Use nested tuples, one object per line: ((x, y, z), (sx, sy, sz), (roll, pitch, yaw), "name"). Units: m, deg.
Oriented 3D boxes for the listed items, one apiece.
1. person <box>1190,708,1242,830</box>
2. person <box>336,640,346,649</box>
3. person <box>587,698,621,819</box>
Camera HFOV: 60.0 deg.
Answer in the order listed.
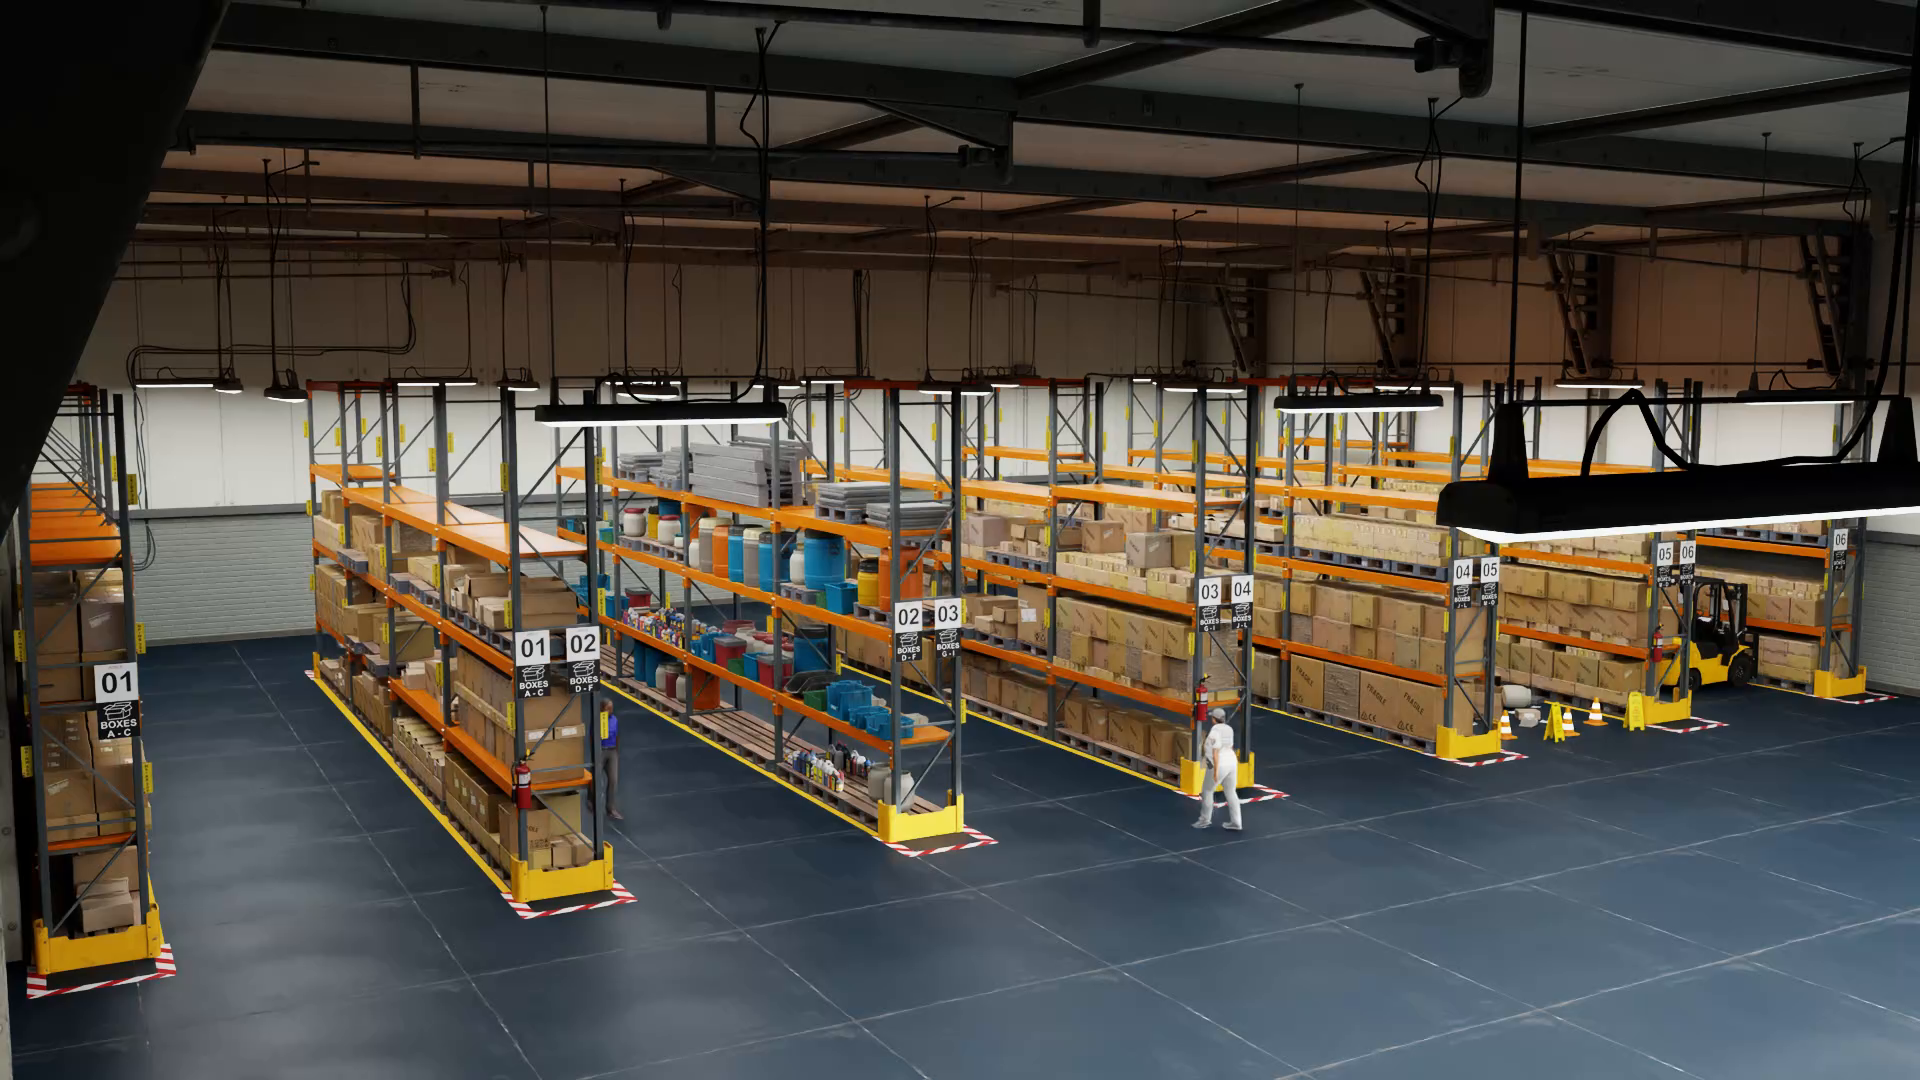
((3.549, 3.127, 22.641), (0.513, 1.688, 0.701), (-5, 8, -41), "person")
((-13.353, 1.580, 36.349), (1.103, 1.714, 0.596), (4, 7, 33), "person")
((-4.984, 3.081, 23.411), (0.805, 1.570, 0.543), (6, 9, 44), "person")
